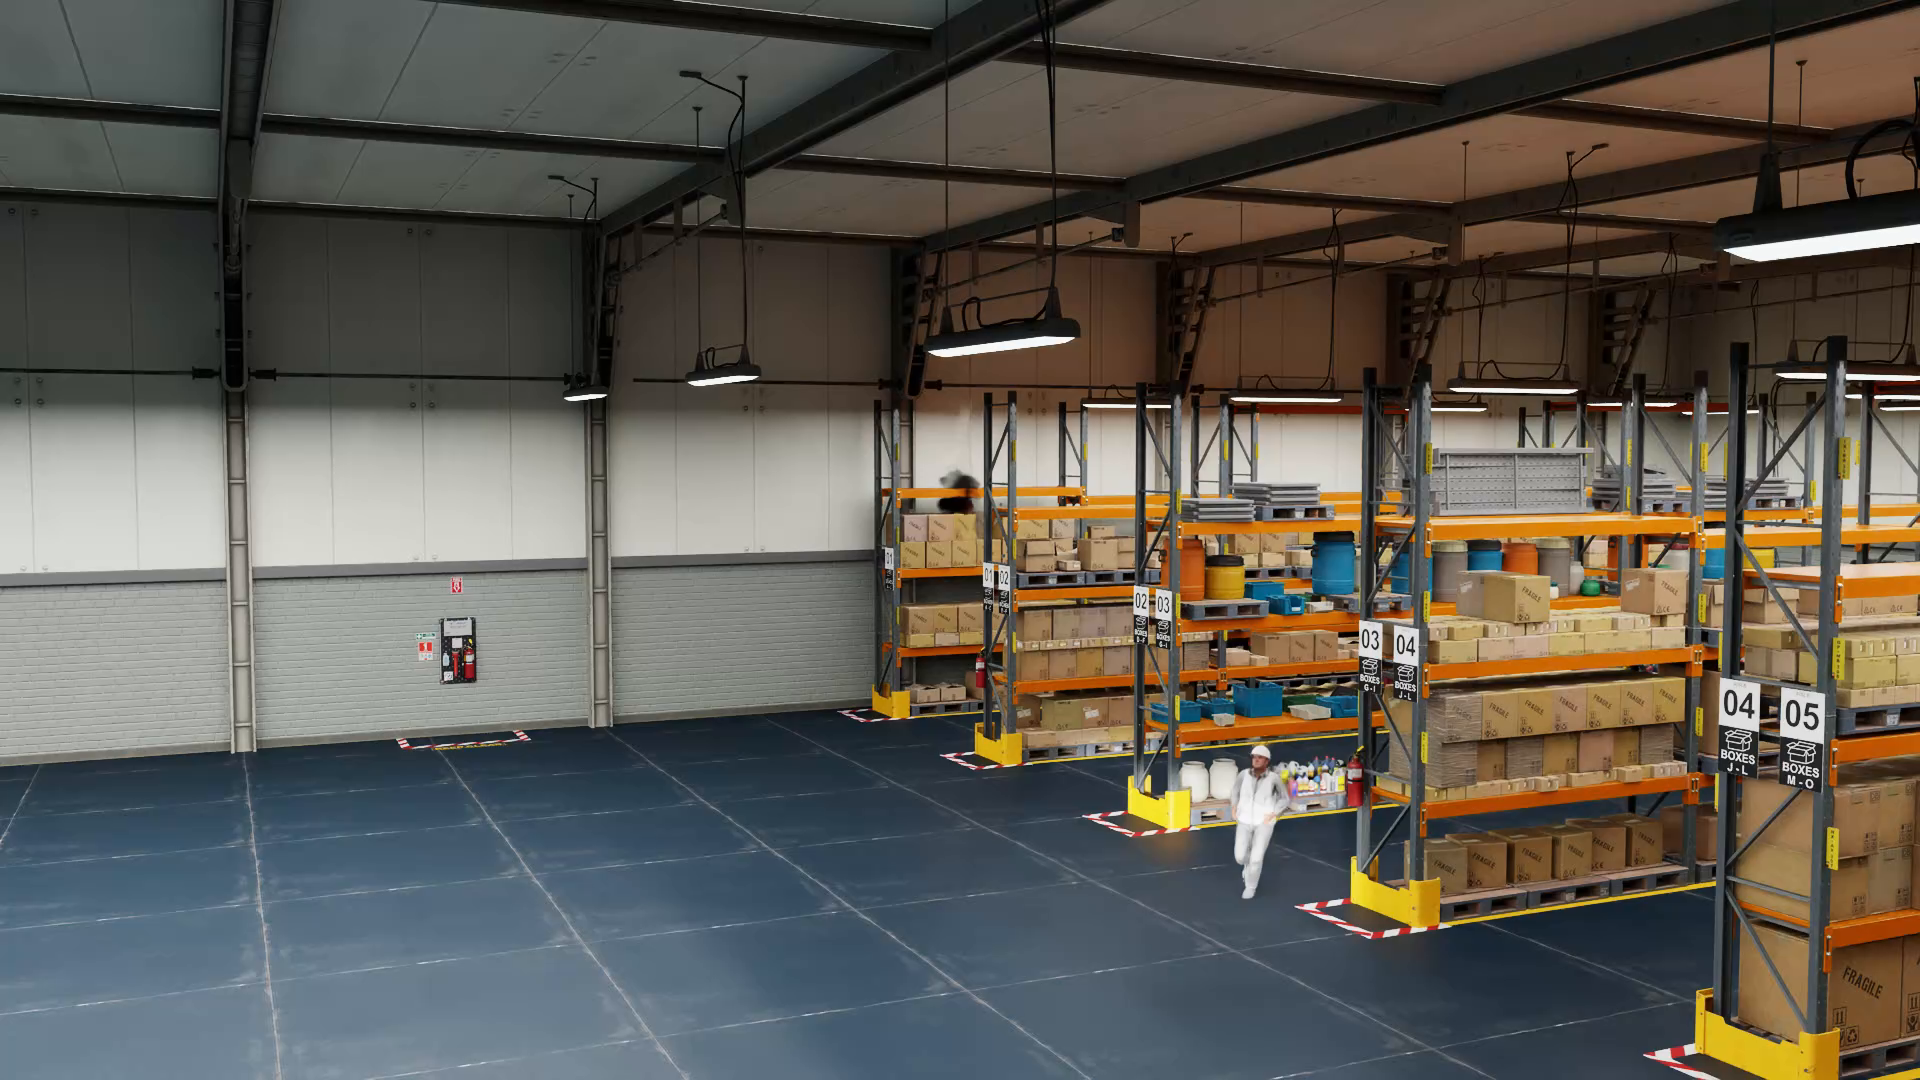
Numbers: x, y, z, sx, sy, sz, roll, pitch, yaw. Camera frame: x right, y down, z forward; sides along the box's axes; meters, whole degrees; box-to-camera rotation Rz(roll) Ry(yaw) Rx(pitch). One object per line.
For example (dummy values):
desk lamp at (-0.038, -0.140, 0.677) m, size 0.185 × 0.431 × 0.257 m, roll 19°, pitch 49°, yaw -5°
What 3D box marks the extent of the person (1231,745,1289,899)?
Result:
person at (3.422, 3.207, 19.028) m, size 0.686 × 1.741 × 0.590 m, roll 2°, pitch 4°, yaw 26°
